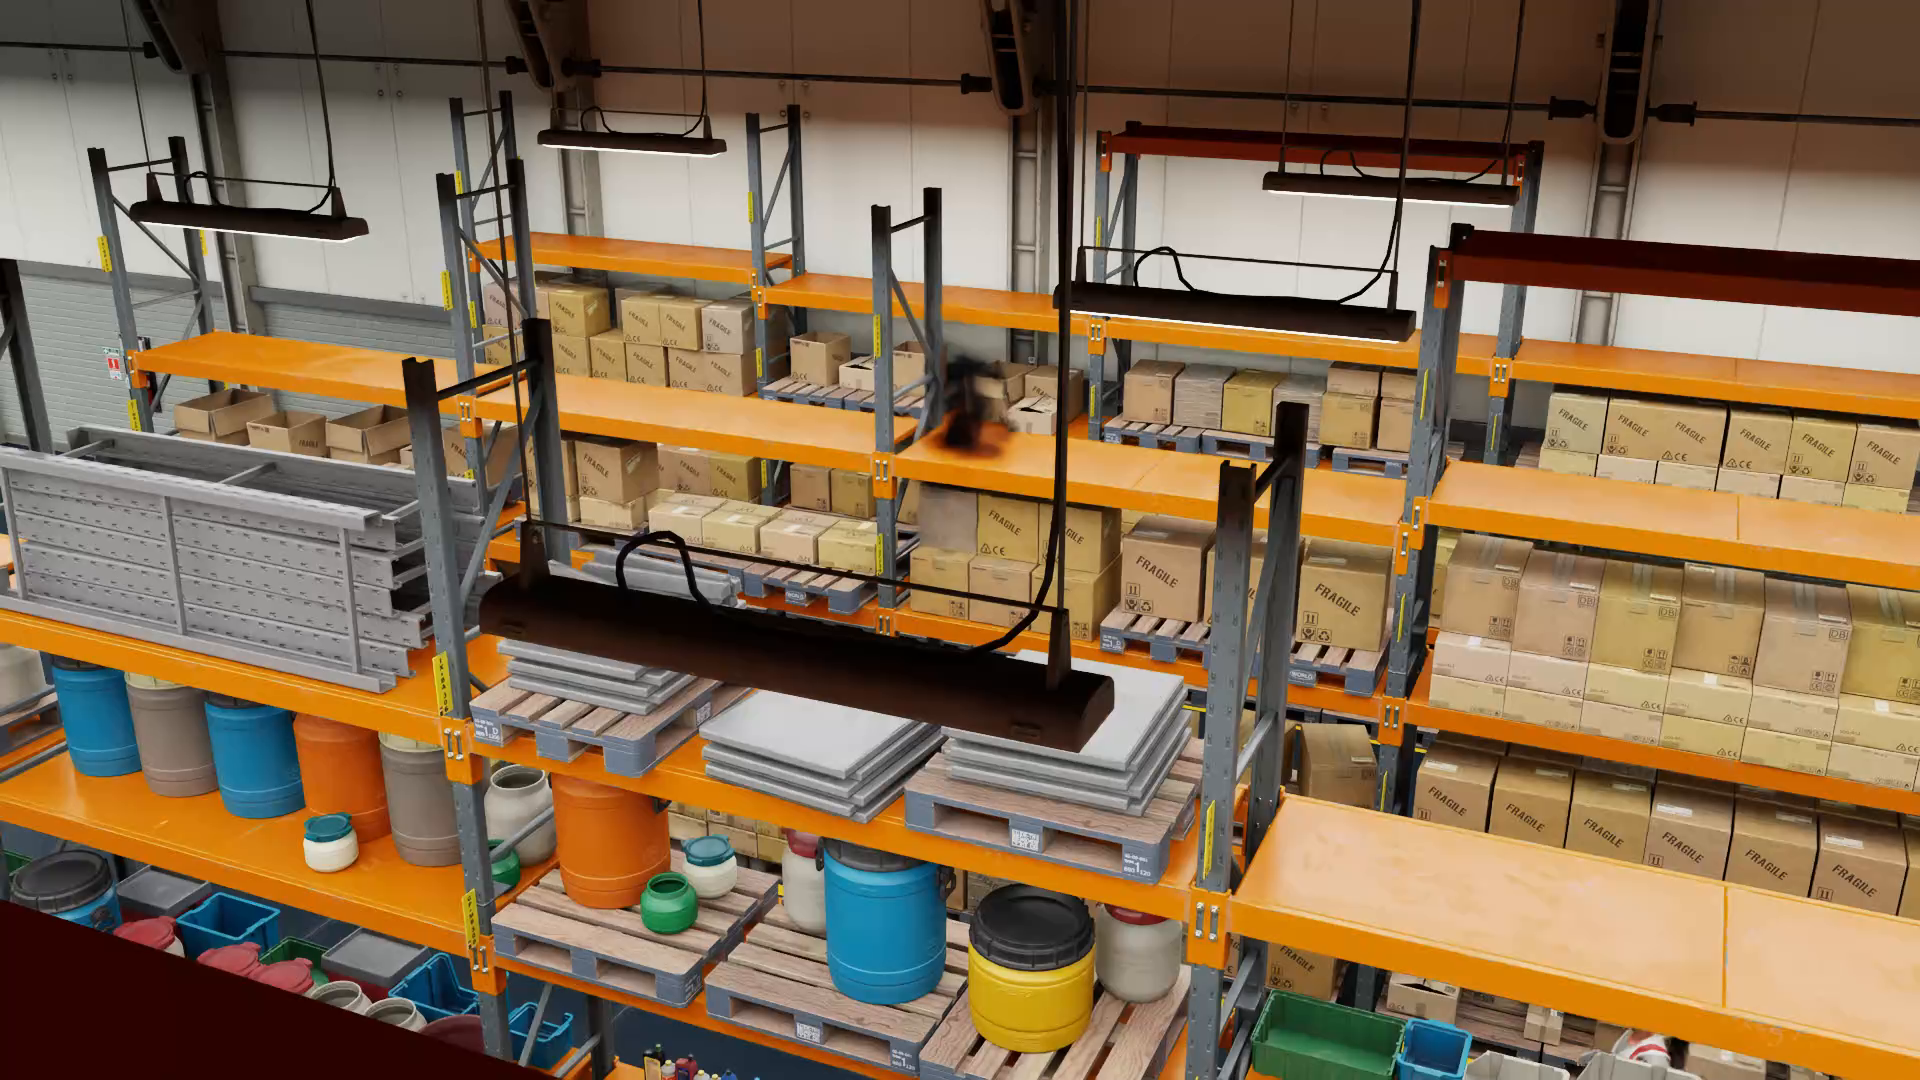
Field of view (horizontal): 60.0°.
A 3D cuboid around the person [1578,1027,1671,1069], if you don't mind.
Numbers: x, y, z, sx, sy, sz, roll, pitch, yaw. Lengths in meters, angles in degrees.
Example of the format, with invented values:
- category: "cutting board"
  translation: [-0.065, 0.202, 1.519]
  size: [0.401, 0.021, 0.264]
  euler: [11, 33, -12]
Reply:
- category: "person"
  translation: [4.301, 3.619, 10.530]
  size: [0.815, 1.760, 0.659]
  euler: [6, 21, 15]
